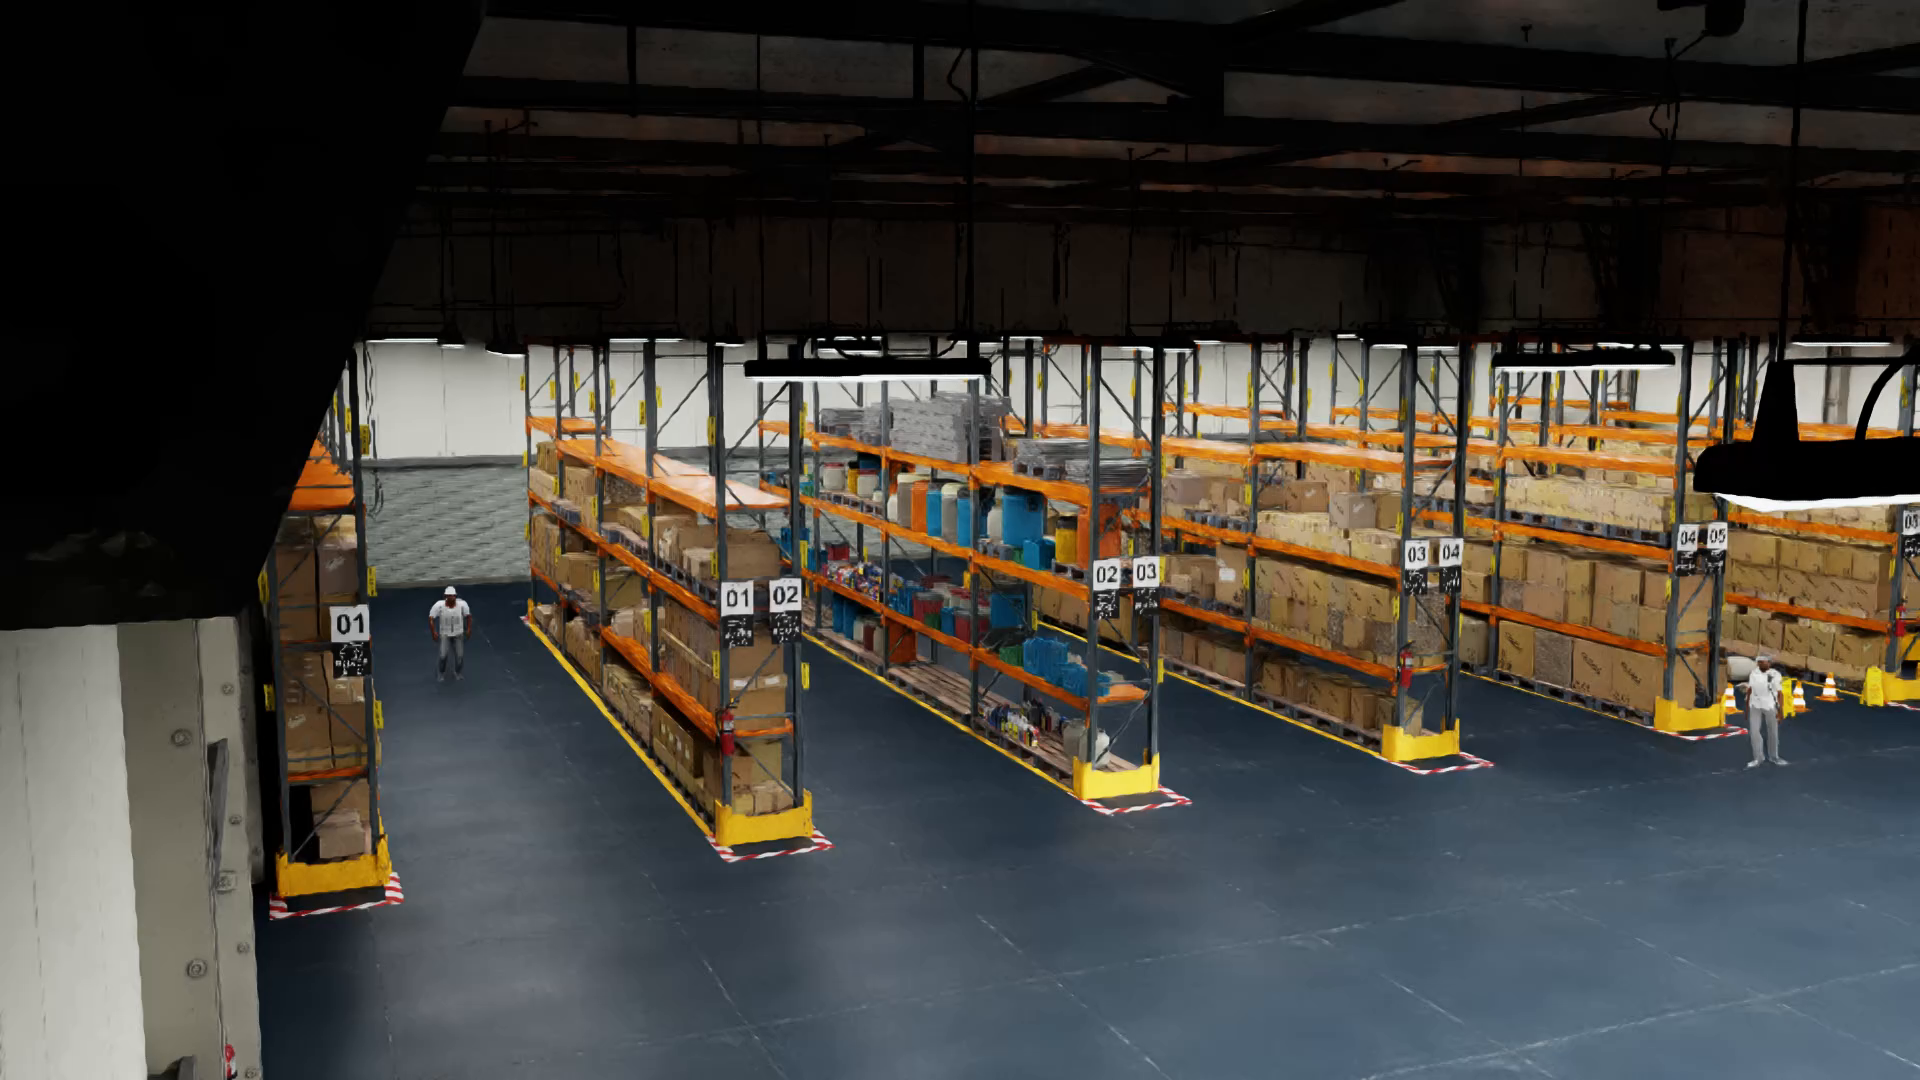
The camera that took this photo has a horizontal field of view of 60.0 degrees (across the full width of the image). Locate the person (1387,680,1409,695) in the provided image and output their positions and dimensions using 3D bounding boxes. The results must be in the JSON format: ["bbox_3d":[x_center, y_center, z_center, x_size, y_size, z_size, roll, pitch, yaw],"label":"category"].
[{"bbox_3d":[7.065,1.988,26.754,0.598,1.619,0.506,-3,8,-25],"label":"person"}]

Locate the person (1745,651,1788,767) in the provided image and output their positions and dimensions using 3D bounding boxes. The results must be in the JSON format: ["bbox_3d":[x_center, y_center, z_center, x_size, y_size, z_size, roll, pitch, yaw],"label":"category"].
[{"bbox_3d":[11.461,2.386,23.607,0.568,1.664,0.526,7,10,41],"label":"person"}]

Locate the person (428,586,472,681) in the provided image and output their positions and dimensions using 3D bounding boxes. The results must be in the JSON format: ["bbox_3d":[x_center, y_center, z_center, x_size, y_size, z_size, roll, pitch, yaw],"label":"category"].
[{"bbox_3d":[-8.901,1.632,29.065,0.719,1.714,0.578,-3,8,-24],"label":"person"}]
